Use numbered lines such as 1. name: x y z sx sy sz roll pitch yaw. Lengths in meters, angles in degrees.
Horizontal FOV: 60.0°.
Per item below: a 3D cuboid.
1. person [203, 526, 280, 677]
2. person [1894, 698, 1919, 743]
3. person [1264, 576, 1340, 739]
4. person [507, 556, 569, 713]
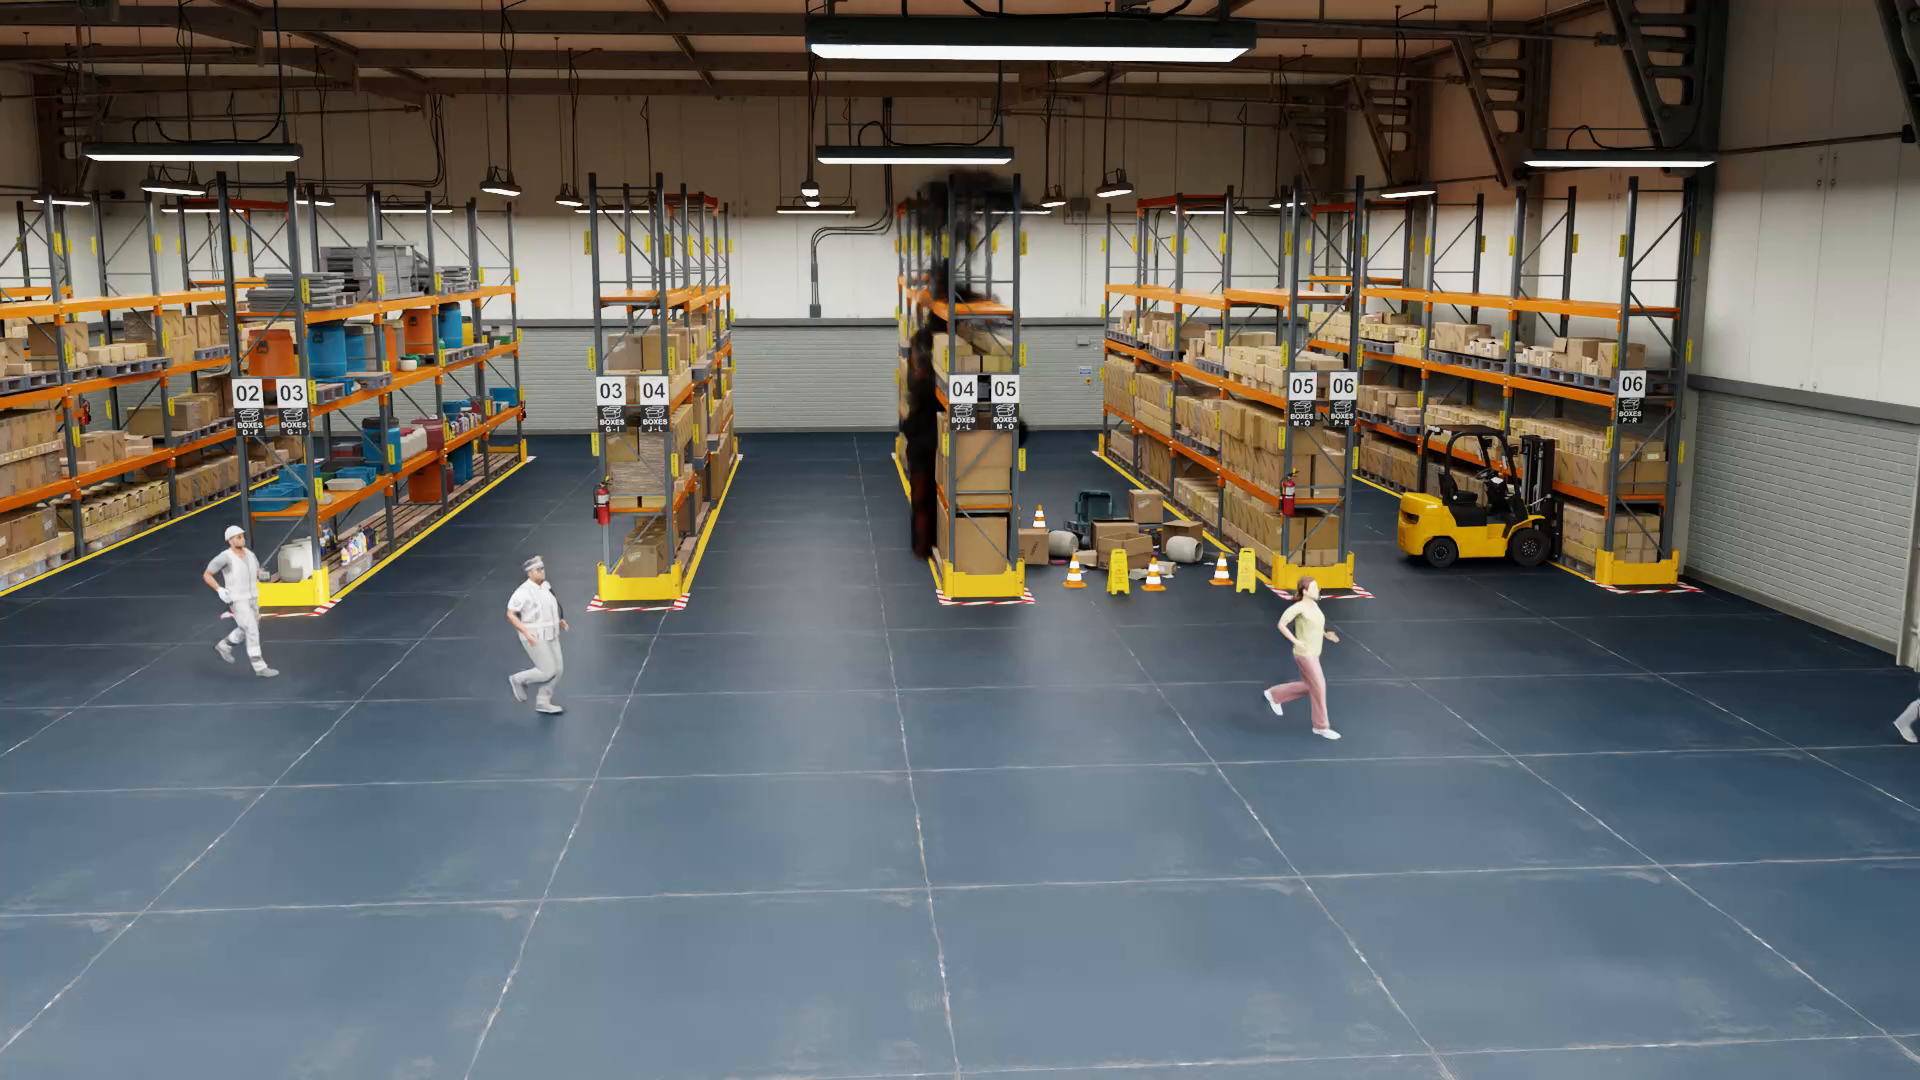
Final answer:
1. person: -8.431 0.706 19.507 0.980 1.767 0.665 3 11 19
2. person: 9.800 1.275 16.494 0.566 1.709 0.910 -4 11 -22
3. person: 3.556 1.192 17.241 0.879 1.669 0.579 7 12 34
4. person: -4.554 1.018 17.987 0.592 1.731 0.679 4 11 21
